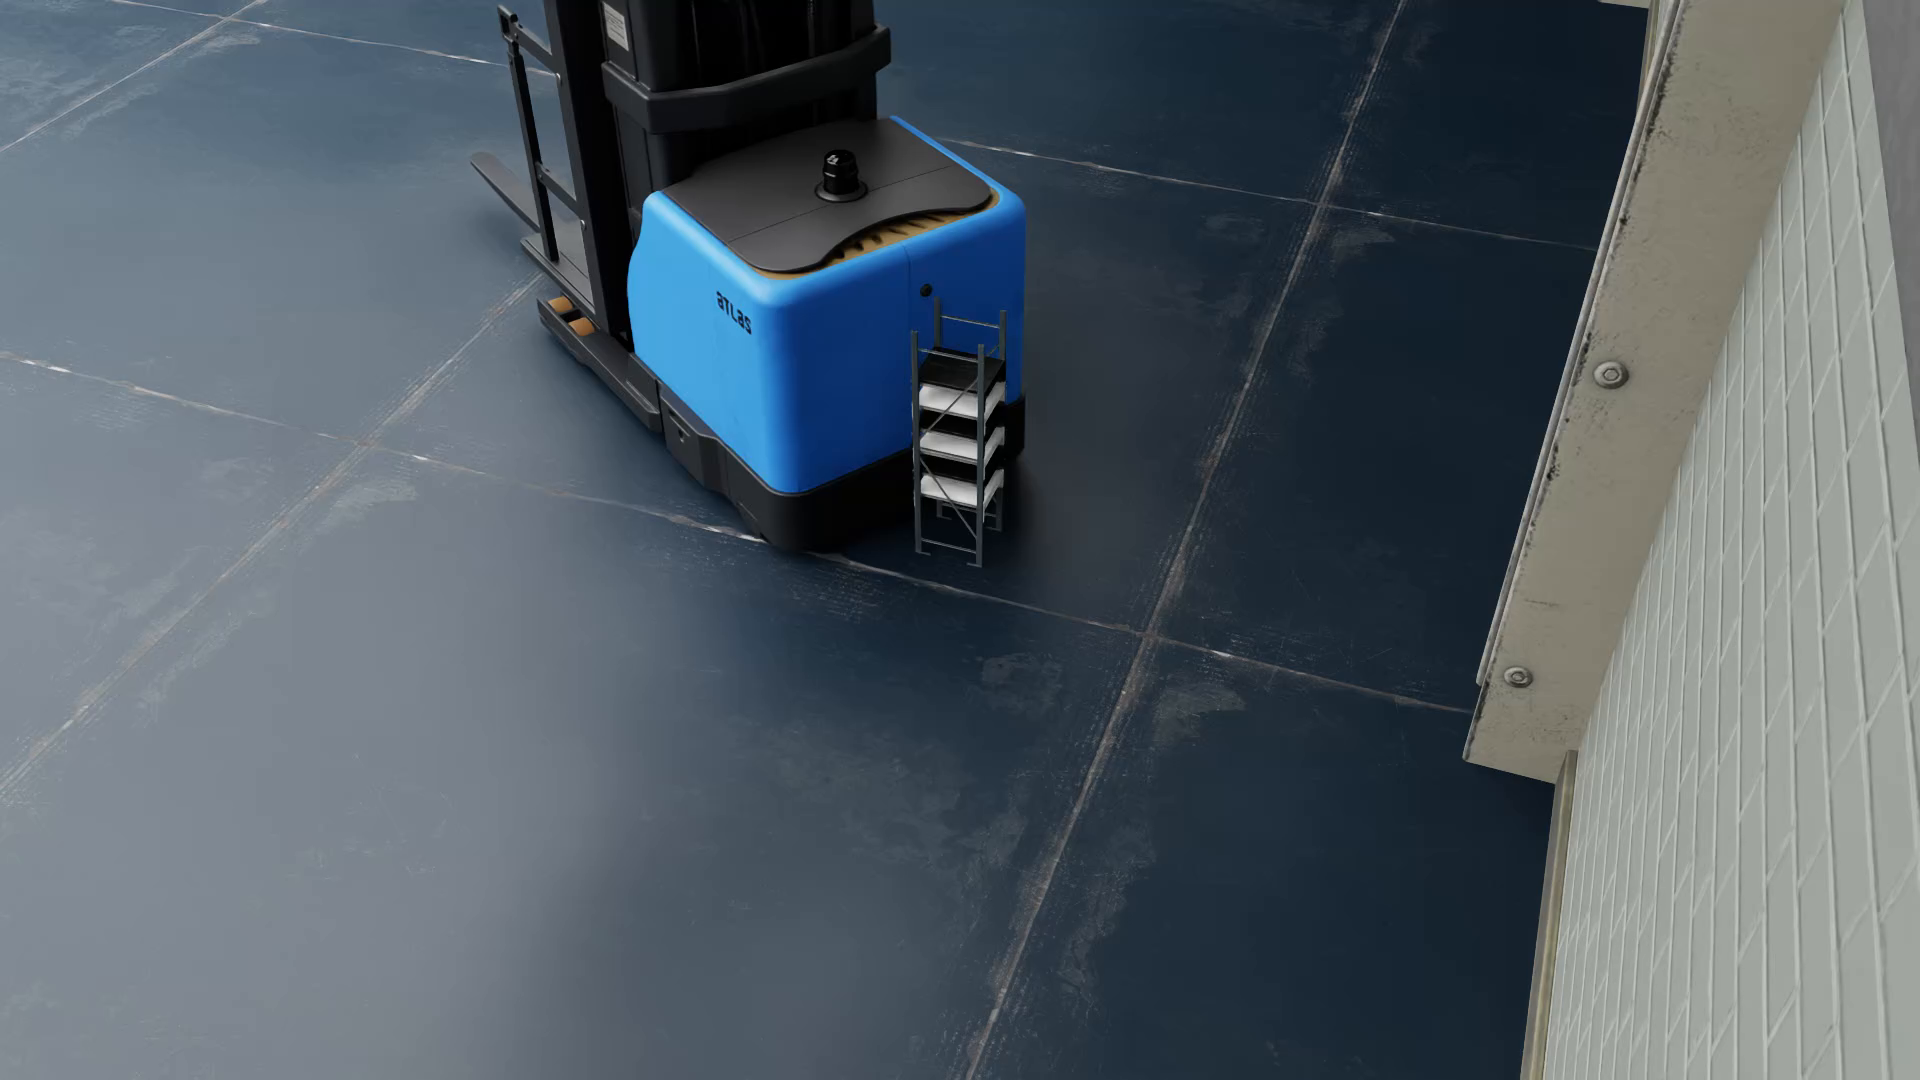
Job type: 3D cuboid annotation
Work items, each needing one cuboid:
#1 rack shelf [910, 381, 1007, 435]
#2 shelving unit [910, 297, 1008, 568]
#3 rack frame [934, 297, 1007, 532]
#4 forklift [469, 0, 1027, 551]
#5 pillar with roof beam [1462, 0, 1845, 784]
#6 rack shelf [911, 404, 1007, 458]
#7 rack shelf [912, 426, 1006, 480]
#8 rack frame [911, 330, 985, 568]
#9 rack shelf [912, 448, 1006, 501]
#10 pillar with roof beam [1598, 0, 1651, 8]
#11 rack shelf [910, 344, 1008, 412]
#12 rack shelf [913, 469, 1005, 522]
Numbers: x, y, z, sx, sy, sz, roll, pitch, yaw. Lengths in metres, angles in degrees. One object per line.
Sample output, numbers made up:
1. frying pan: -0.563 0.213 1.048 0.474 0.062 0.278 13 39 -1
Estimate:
1. rack shelf: -0.003 -0.449 5.357 0.258 0.077 0.200 13 42 15
2. shelving unit: -0.003 -0.337 5.452 0.258 0.900 0.210 13 42 15
3. rack frame: 0.032 -0.399 5.525 0.240 0.900 0.006 13 42 15
4. forklift: -1.034 -1.990 5.825 1.130 2.935 3.031 -25 46 -26
5. pillar with roof beam: -2.329 -3.807 3.279 9.100 9.000 0.400 13 42 15
6. rack shelf: -0.003 -0.381 5.415 0.258 0.077 0.200 13 42 15
7. rack shelf: -0.003 -0.312 5.474 0.258 0.077 0.200 13 42 15
8. rack frame: -0.038 -0.275 5.379 0.240 0.900 0.006 13 42 15
9. rack shelf: -0.003 -0.244 5.532 0.258 0.077 0.200 13 42 15
10. pillar with roof beam: -0.277 -7.466 7.568 9.100 9.000 0.400 13 42 15
11. rack shelf: -0.003 -0.517 5.299 0.258 0.077 0.200 13 42 15
12. rack shelf: -0.003 -0.175 5.591 0.258 0.077 0.200 13 42 15
